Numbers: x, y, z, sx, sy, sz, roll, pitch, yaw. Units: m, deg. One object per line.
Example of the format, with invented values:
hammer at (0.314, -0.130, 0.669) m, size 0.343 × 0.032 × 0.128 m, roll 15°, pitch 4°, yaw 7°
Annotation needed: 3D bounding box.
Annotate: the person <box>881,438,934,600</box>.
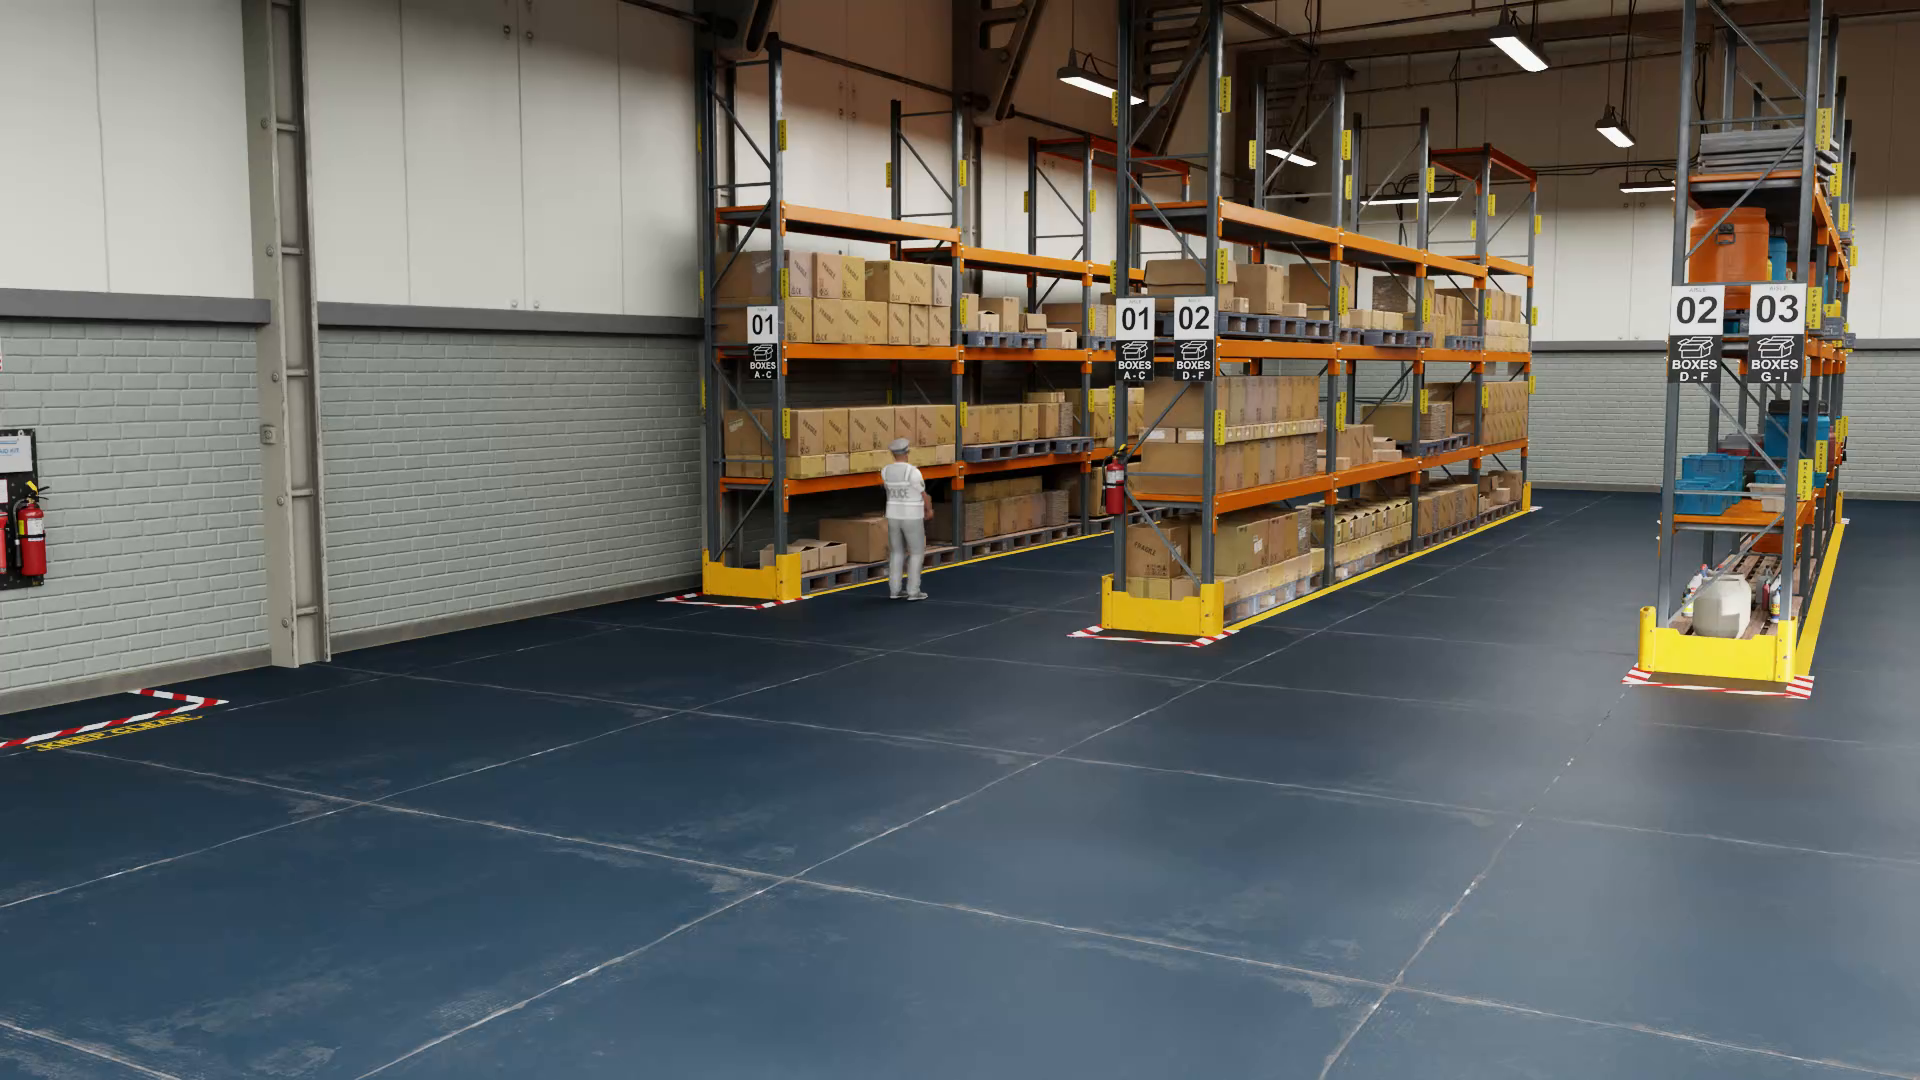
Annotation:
person at (-0.569, -0.239, 18.277) m, size 0.499 × 1.775 × 0.559 m, roll 3°, pitch 7°, yaw 30°
